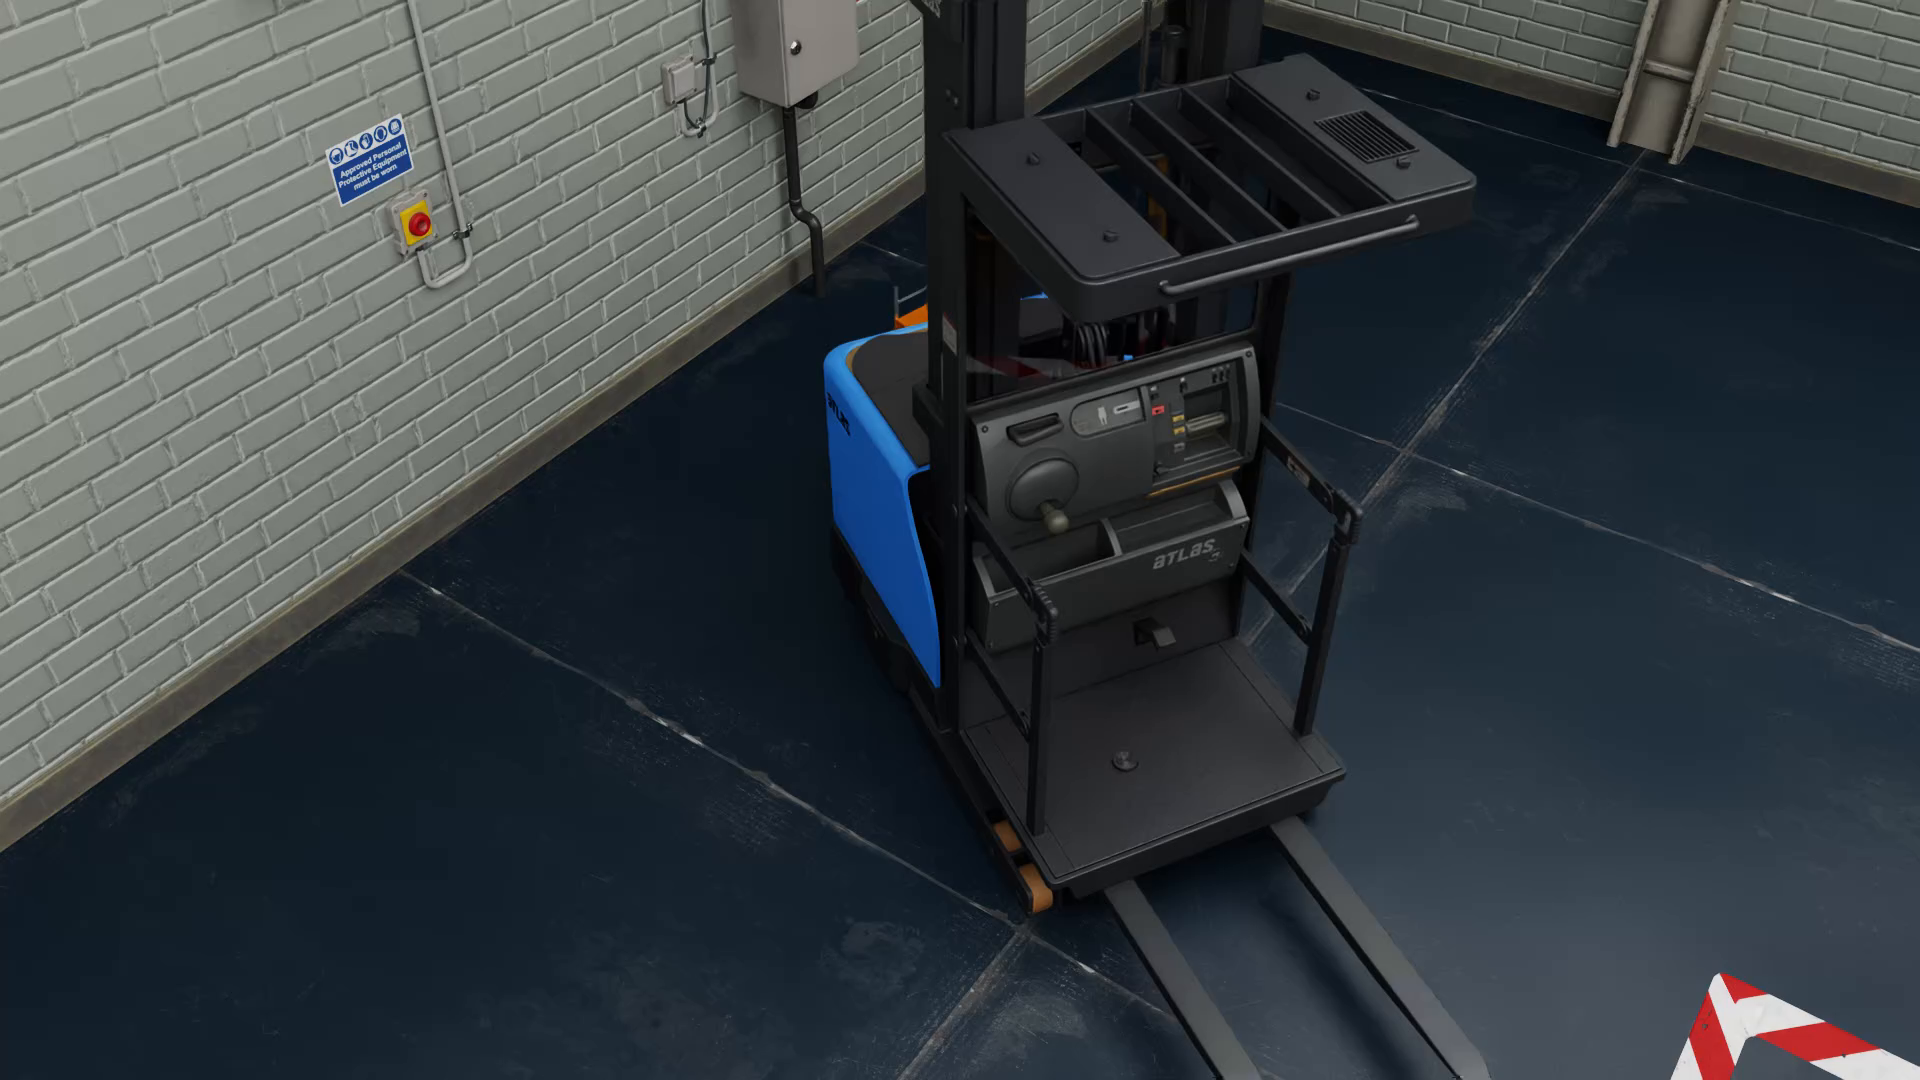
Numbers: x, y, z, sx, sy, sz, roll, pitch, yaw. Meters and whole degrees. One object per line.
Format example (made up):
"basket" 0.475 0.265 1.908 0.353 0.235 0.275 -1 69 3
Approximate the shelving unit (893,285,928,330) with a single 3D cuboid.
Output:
"shelving unit" -0.092 -0.540 6.566 0.215 1.050 0.252 -31 50 -30

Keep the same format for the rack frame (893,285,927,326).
"rack frame" -0.174 -0.600 6.633 0.200 1.050 0.008 -31 50 -30

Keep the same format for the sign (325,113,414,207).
"sign" -2.045 -1.319 5.772 0.001 0.218 0.327 25 48 25

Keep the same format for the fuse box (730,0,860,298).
"fuse box" -0.641 -1.833 7.515 0.414 1.711 0.539 25 48 25

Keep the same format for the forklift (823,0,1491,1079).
"forklift" 0.572 -0.217 4.795 1.130 2.935 3.031 -17 45 -18

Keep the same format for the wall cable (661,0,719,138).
"wall cable" -1.162 -2.379 6.397 0.122 1.984 0.588 25 48 25

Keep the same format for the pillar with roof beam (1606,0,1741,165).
"pillar with roof beam" 1.348 -3.197 3.574 0.400 9.000 9.100 25 48 25

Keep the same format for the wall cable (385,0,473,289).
"wall cable" -1.967 -1.612 5.517 0.123 1.953 0.585 25 48 25

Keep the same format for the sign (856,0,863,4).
"sign" -0.527 -2.626 7.507 0.001 0.494 0.329 25 48 25

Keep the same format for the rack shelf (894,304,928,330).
"rack shelf" -0.092 -0.743 6.384 0.215 0.259 0.240 -31 50 -30
